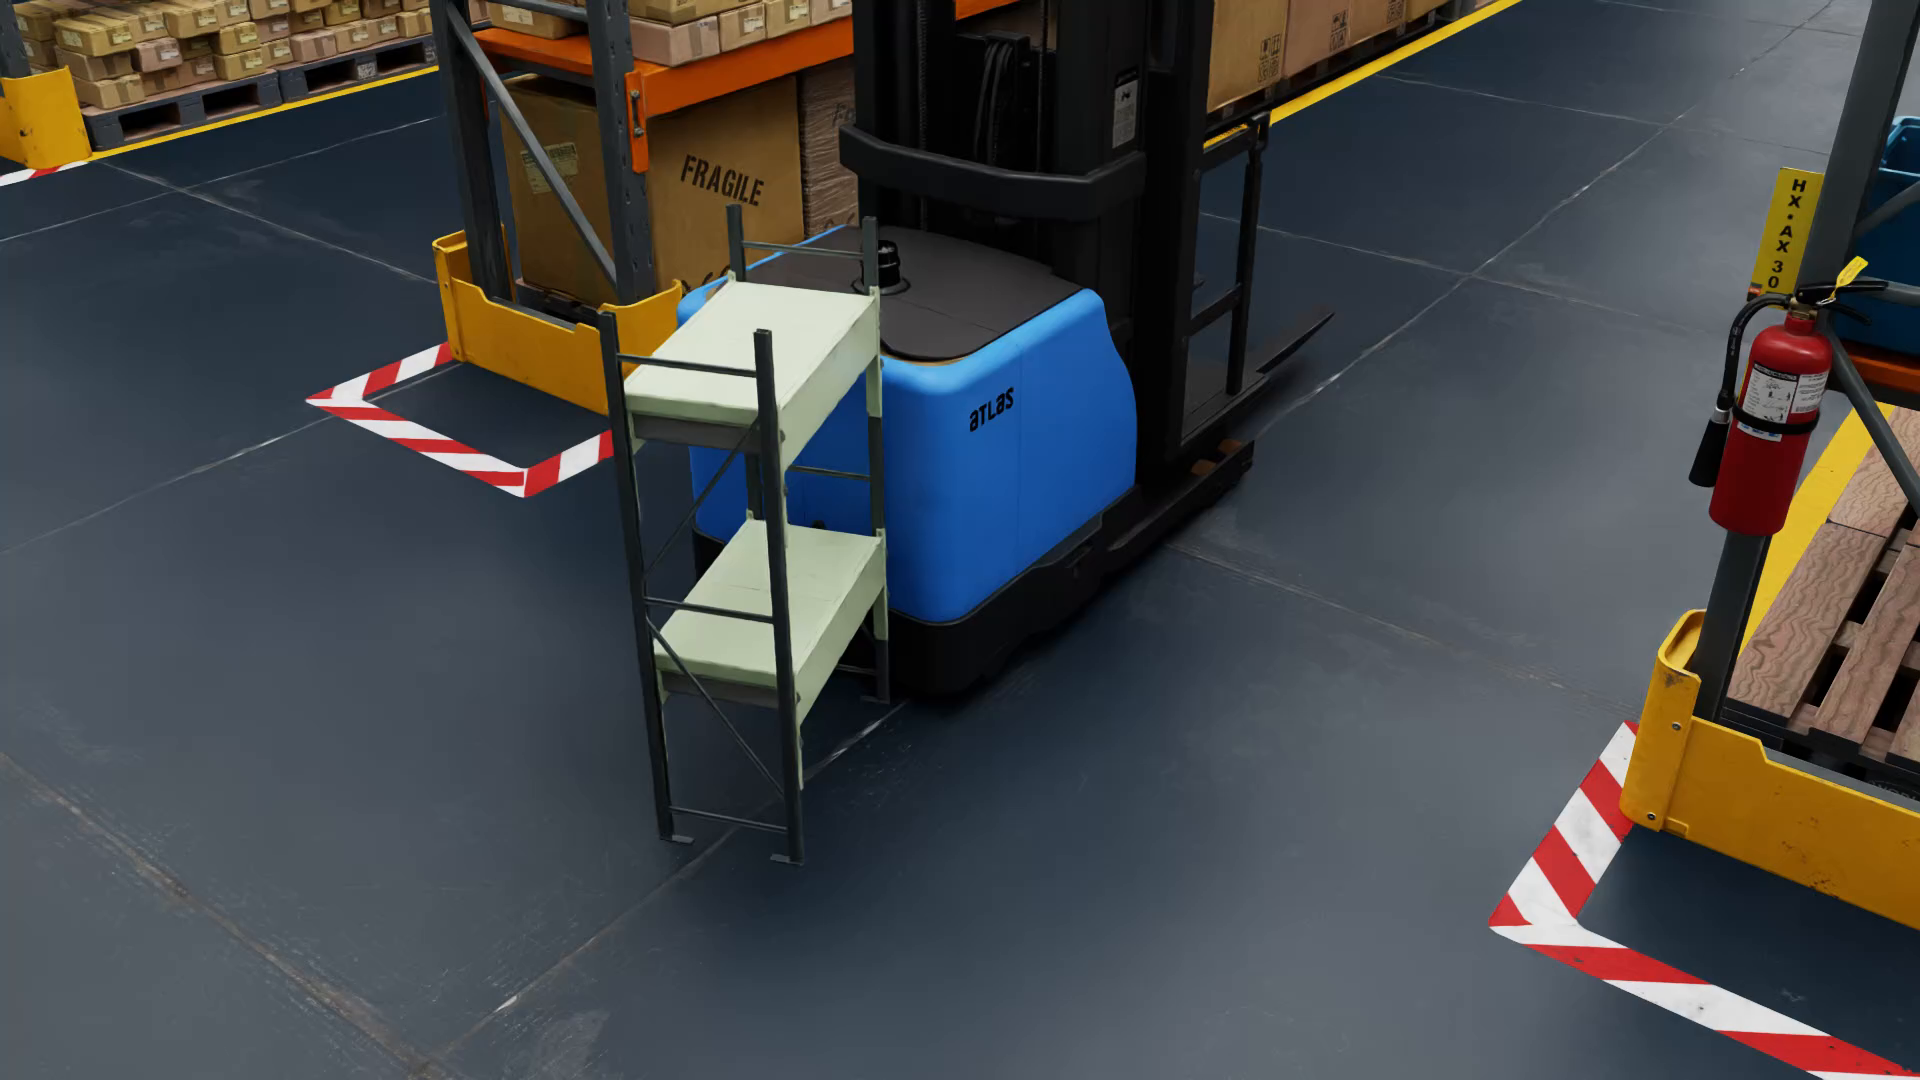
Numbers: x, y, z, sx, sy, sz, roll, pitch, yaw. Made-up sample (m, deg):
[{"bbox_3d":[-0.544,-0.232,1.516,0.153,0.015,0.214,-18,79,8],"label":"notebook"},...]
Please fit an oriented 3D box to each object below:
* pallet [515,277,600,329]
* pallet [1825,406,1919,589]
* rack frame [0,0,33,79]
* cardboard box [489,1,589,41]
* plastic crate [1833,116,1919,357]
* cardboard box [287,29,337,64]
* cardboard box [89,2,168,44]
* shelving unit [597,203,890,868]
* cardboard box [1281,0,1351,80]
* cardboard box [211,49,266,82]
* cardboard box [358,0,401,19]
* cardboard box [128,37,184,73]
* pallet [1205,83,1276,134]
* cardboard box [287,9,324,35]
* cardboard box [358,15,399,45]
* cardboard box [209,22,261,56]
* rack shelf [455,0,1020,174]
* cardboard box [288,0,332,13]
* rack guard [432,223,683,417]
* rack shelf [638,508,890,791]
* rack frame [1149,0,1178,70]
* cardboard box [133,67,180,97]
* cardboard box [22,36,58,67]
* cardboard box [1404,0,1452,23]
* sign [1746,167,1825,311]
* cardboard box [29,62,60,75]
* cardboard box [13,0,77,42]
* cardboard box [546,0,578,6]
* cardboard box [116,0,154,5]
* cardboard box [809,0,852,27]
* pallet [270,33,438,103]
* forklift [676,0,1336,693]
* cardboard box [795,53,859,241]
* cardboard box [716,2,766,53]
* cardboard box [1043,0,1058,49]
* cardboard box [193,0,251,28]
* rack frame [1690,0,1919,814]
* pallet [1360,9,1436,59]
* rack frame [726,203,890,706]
[{"bbox_3d":[-1.190,-1.127,7.445,1.003,0.211,1.213,21,37,31],"label":"pallet"},{"bbox_3d":[3.605,-0.071,5.663,1.003,0.211,1.213,21,37,31],"label":"pallet"},{"bbox_3d":[-5.503,-3.545,8.790,1.000,3.000,0.127,21,37,31],"label":"rack frame"},{"bbox_3d":[-1.657,-2.116,6.624,0.380,0.149,0.250,22,37,32],"label":"cardboard box"},{"bbox_3d":[2.392,-0.688,3.875,0.616,0.435,0.499,21,37,31],"label":"plastic crate"},{"bbox_3d":[-4.155,-3.126,10.468,0.380,0.149,0.250,19,36,29],"label":"cardboard box"},{"bbox_3d":[-4.846,-3.013,9.693,0.380,0.149,0.250,22,37,32],"label":"cardboard box"},{"bbox_3d":[-0.501,-0.008,4.292,0.431,1.500,0.755,8,32,13],"label":"shelving unit"},{"bbox_3d":[1.714,-3.500,10.386,1.225,0.875,0.875,20,36,30],"label":"cardboard box"},{"bbox_3d":[-4.453,-2.919,10.117,0.380,0.149,0.250,22,37,32],"label":"cardboard box"},{"bbox_3d":[-3.872,-3.515,10.832,0.380,0.149,0.250,19,36,29],"label":"cardboard box"},{"bbox_3d":[-4.772,-2.855,9.719,0.380,0.149,0.250,21,37,31],"label":"cardboard box"},{"bbox_3d":[1.210,-2.741,10.168,1.003,0.211,1.213,21,37,31],"label":"pallet"},{"bbox_3d":[-4.238,-3.313,10.491,0.380,0.149,0.250,23,38,34],"label":"cardboard box"},{"bbox_3d":[-3.890,-3.355,10.854,0.380,0.149,0.250,22,37,32],"label":"cardboard box"},{"bbox_3d":[-4.453,-3.053,10.052,0.380,0.149,0.250,22,37,33],"label":"cardboard box"},{"bbox_3d":[-0.403,-2.481,7.700,1.077,0.370,4.000,21,37,31],"label":"rack shelf"},{"bbox_3d":[-4.137,-3.405,10.354,0.380,0.149,0.250,22,37,32],"label":"cardboard box"},{"bbox_3d":[-1.624,-0.893,6.766,1.175,0.500,0.348,21,37,31],"label":"rack guard"},{"bbox_3d":[-0.501,0.273,4.458,0.431,0.370,0.720,8,32,13],"label":"rack shelf"},{"bbox_3d":[0.805,-3.604,8.889,1.000,3.000,0.127,21,37,31],"label":"rack frame"},{"bbox_3d":[-4.839,-2.746,9.825,0.380,0.149,0.250,21,37,31],"label":"cardboard box"},{"bbox_3d":[-5.412,-2.930,9.844,0.380,0.149,0.250,20,36,30],"label":"cardboard box"},{"bbox_3d":[2.786,-4.222,11.604,1.225,0.875,0.875,19,36,29],"label":"cardboard box"},{"bbox_3d":[1.891,-0.686,3.806,0.100,0.325,0.005,21,37,31],"label":"sign"},{"bbox_3d":[-5.352,-2.778,9.879,0.380,0.149,0.250,22,37,32],"label":"cardboard box"},{"bbox_3d":[-5.386,-3.049,9.753,0.380,0.149,0.250,22,37,32],"label":"cardboard box"},{"bbox_3d":[-1.529,-2.320,6.578,0.500,0.250,0.500,20,36,31],"label":"cardboard box"},{"bbox_3d":[-5.133,-3.278,10.139,0.380,0.149,0.250,20,36,30],"label":"cardboard box"},{"bbox_3d":[-0.668,-2.228,6.813,0.380,0.149,0.250,20,36,31],"label":"cardboard box"},{"bbox_3d":[-4.202,-3.190,10.925,1.003,0.211,1.213,21,37,31],"label":"pallet"},{"bbox_3d":[0.420,-1.512,5.427,1.130,2.935,3.031,20,36,30],"label":"forklift"},{"bbox_3d":[-0.738,-1.899,7.684,0.875,0.875,0.875,21,37,31],"label":"cardboard box"},{"bbox_3d":[-0.979,-2.017,6.458,0.380,0.149,0.250,21,36,31],"label":"cardboard box"},{"bbox_3d":[0.342,-2.627,8.912,0.875,0.875,0.875,21,37,31],"label":"cardboard box"},{"bbox_3d":[-4.508,-3.202,10.012,0.380,0.149,0.250,19,36,29],"label":"cardboard box"},{"bbox_3d":[2.339,-0.454,3.573,1.000,3.000,0.127,21,37,31],"label":"rack frame"},{"bbox_3d":[2.683,-3.733,11.841,1.003,0.211,1.213,21,37,31],"label":"pallet"},{"bbox_3d":[-0.403,-0.187,4.595,0.400,1.500,0.023,8,32,13],"label":"rack frame"}]
